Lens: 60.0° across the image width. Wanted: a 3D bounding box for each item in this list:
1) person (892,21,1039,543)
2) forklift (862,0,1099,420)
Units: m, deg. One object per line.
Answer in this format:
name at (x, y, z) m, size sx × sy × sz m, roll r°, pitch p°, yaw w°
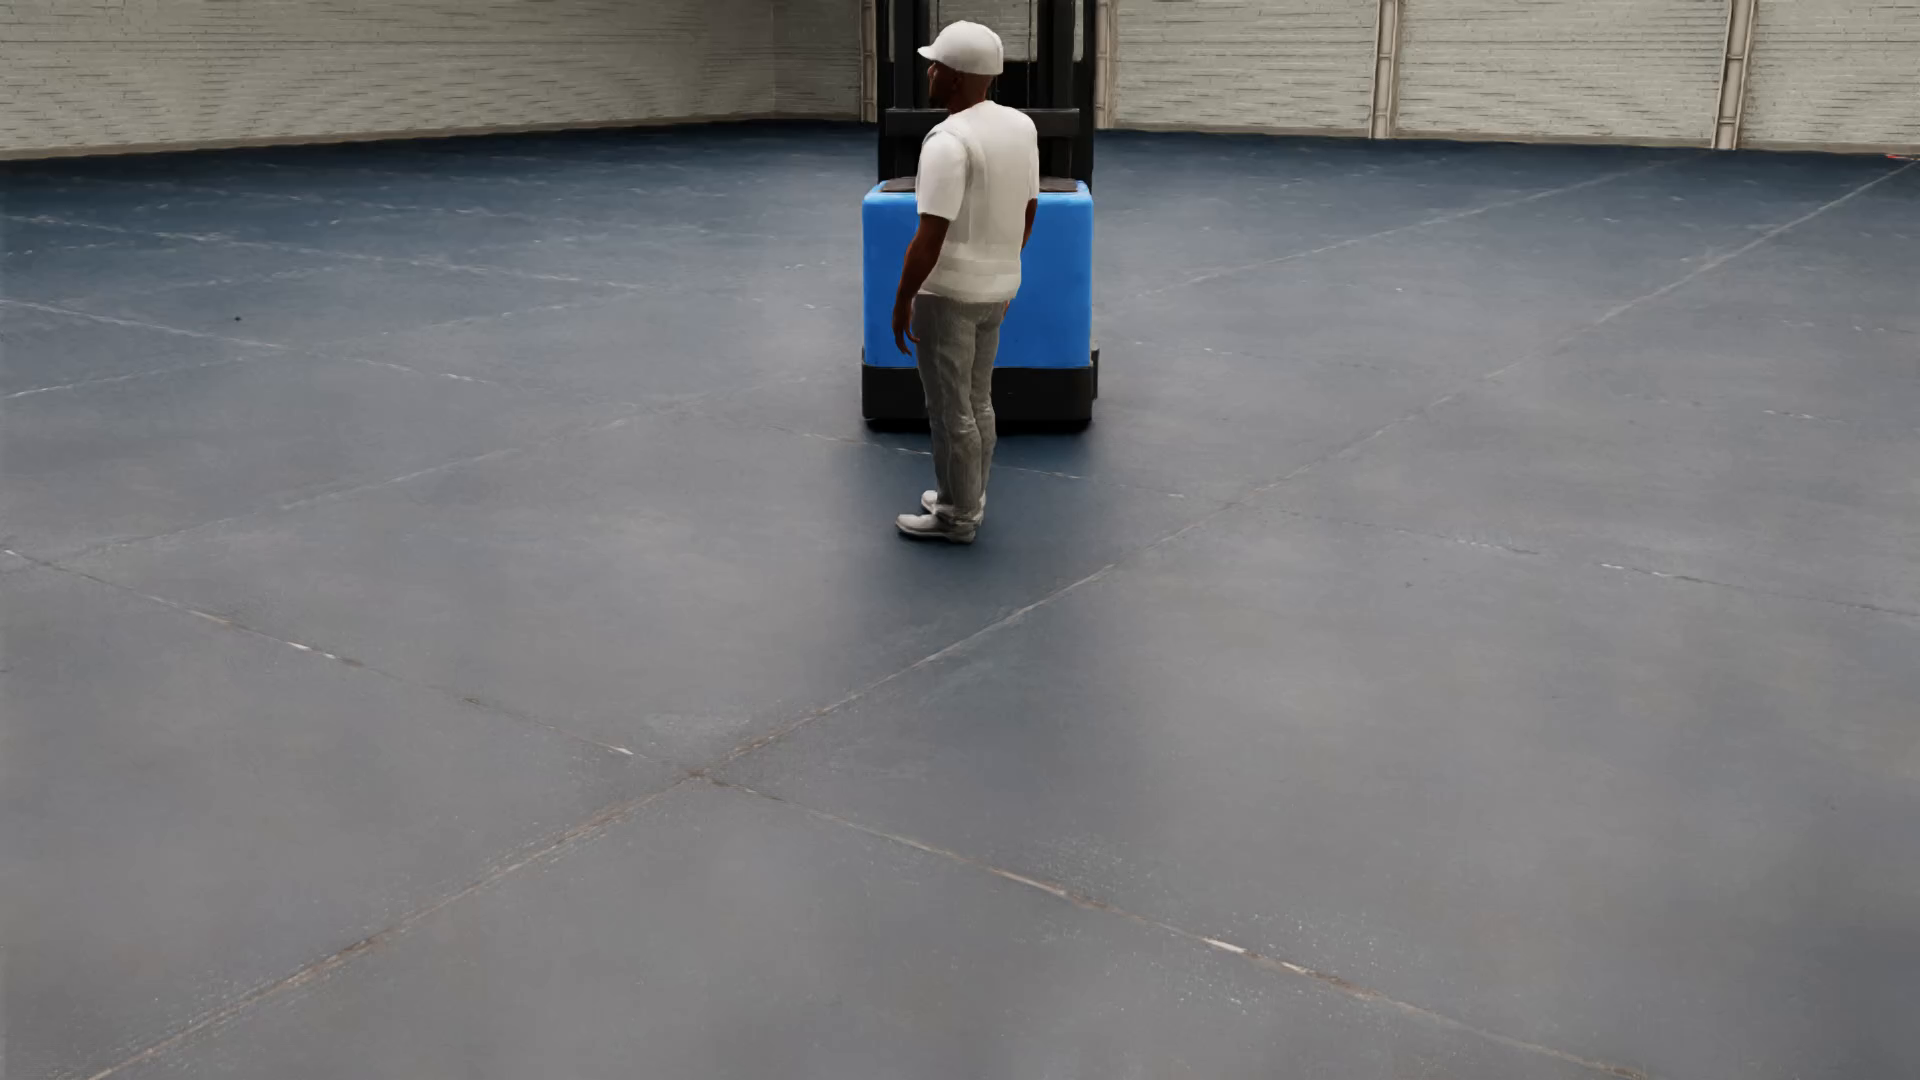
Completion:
person at (-0.054, -0.865, 5.736) m, size 0.576 × 1.766 × 0.665 m, roll 11°, pitch 20°, yaw 33°
forklift at (0.139, -2.313, 8.568) m, size 1.130 × 2.935 × 3.031 m, roll 1°, pitch 17°, yaw 2°
